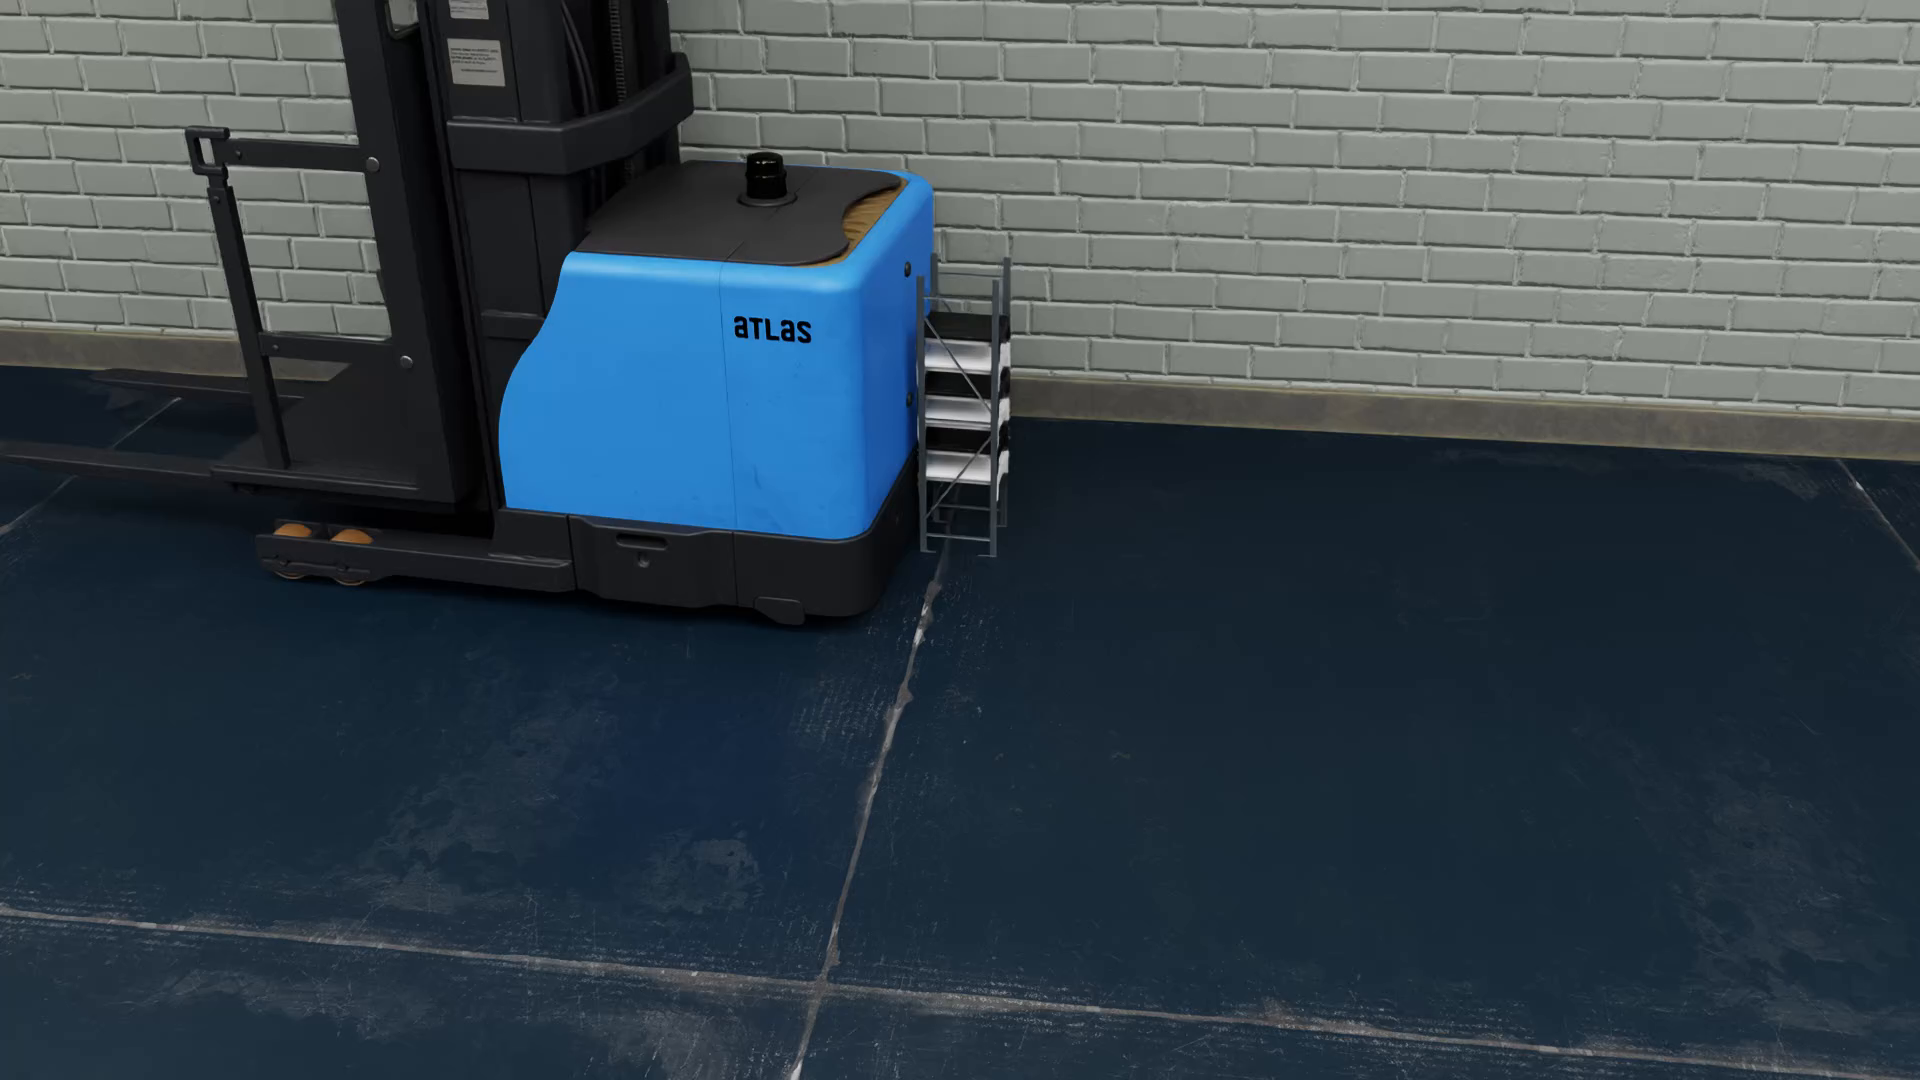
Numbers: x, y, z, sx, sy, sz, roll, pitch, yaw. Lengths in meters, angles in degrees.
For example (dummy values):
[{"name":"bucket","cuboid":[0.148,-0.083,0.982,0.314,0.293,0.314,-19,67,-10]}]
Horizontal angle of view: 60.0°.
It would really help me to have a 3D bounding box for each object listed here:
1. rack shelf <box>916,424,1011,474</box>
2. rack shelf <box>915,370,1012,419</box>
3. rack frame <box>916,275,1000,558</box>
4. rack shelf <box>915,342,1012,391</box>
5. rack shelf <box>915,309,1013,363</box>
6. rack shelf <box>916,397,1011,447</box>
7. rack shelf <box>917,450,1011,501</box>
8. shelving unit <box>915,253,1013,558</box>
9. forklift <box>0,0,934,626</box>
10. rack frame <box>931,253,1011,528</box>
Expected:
[{"name":"rack shelf","cuboid":[0.013,-0.290,5.099,0.258,0.077,0.200,5,29,9]},{"name":"rack shelf","cuboid":[0.013,-0.448,5.013,0.258,0.077,0.200,5,29,9]},{"name":"rack frame","cuboid":[-0.006,-0.351,4.952,0.240,0.900,0.006,5,29,9]},{"name":"rack shelf","cuboid":[0.013,-0.527,4.971,0.258,0.077,0.200,5,29,9]},{"name":"rack shelf","cuboid":[0.013,-0.606,4.928,0.258,0.077,0.200,5,29,9]},{"name":"rack shelf","cuboid":[0.013,-0.369,5.056,0.258,0.077,0.200,5,29,9]},{"name":"rack shelf","cuboid":[0.013,-0.210,5.141,0.258,0.077,0.200,5,29,9]},{"name":"shelving unit","cuboid":[0.013,-0.398,5.040,0.258,0.900,0.210,5,29,9]},{"name":"forklift","cuboid":[-1.639,-1.390,4.740,3.031,2.935,1.130,6,29,10]},{"name":"rack frame","cuboid":[0.031,-0.446,5.128,0.240,0.900,0.006,5,29,9]}]
